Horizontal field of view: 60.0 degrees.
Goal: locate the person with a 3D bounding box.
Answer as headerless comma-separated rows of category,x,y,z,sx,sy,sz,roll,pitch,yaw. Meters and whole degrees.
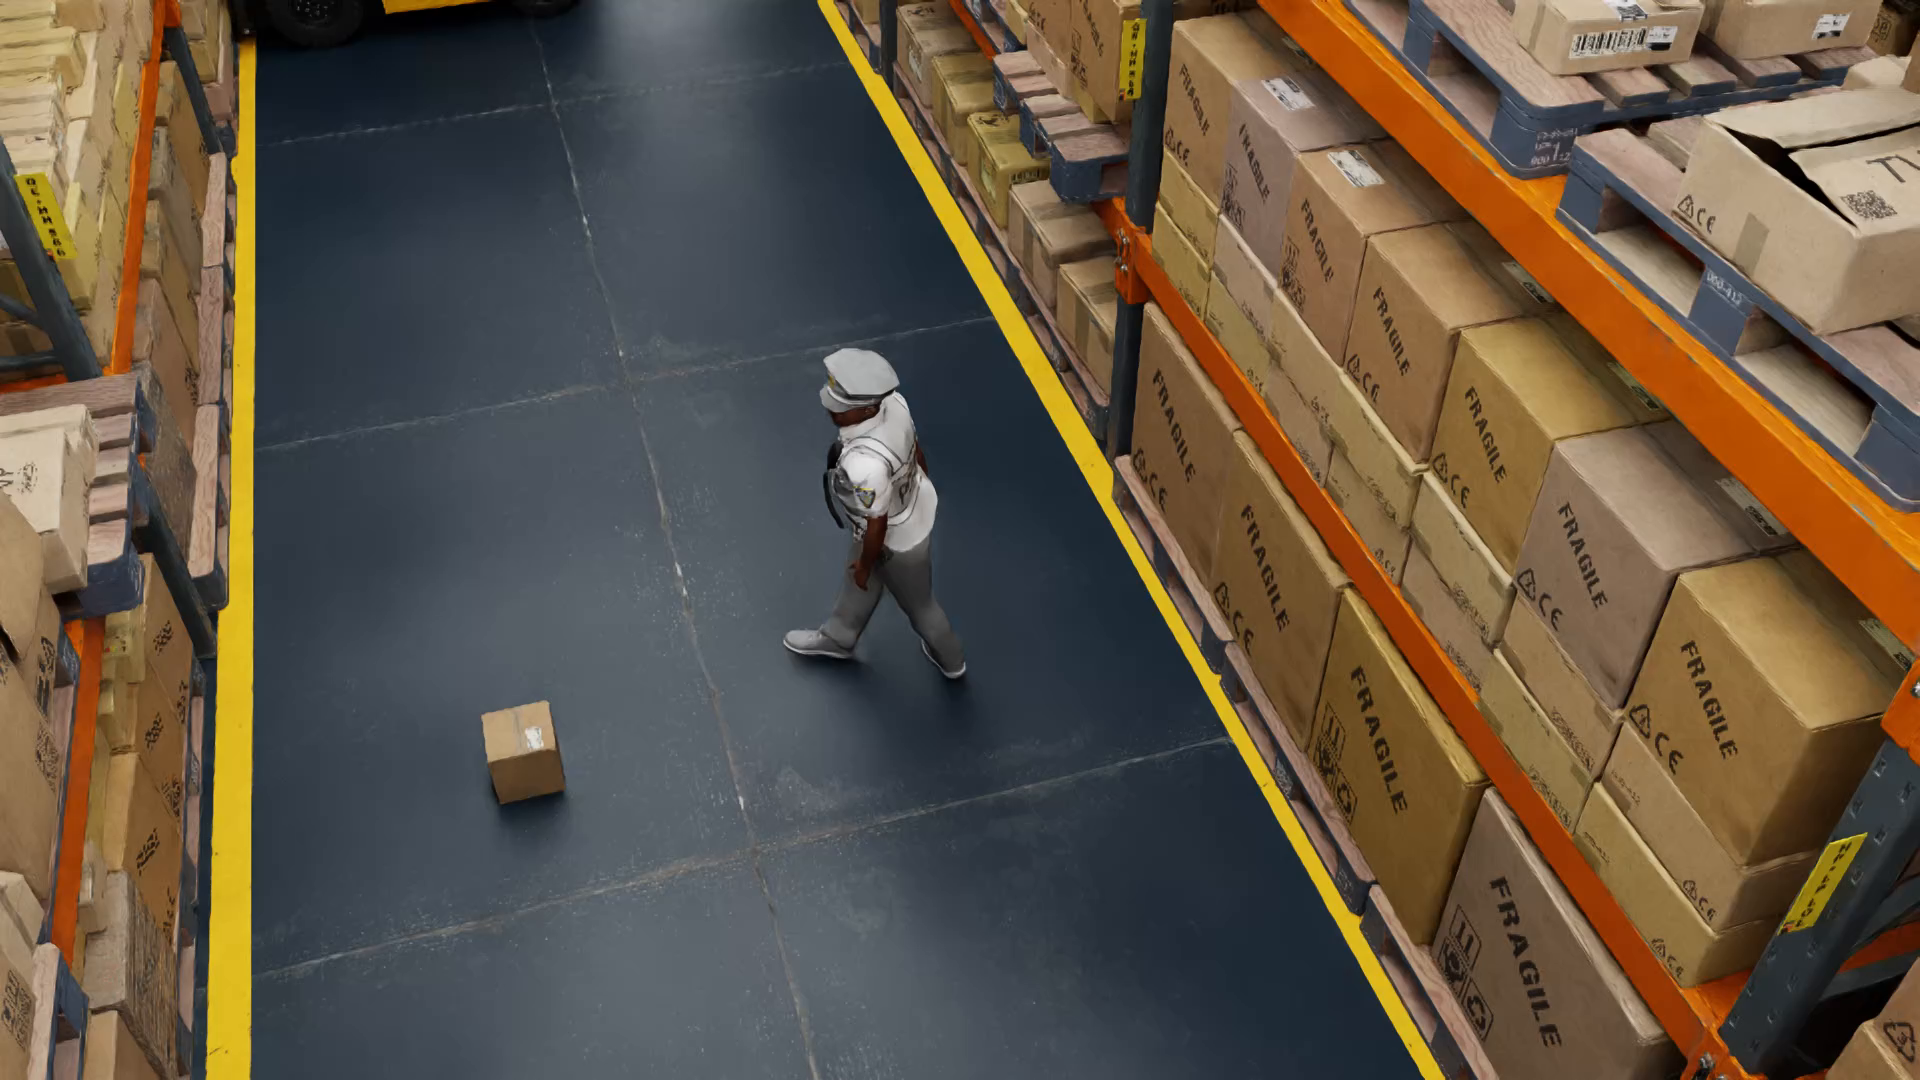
person,-0.360,-0.059,6.228,0.761,1.645,0.532,6,43,7
